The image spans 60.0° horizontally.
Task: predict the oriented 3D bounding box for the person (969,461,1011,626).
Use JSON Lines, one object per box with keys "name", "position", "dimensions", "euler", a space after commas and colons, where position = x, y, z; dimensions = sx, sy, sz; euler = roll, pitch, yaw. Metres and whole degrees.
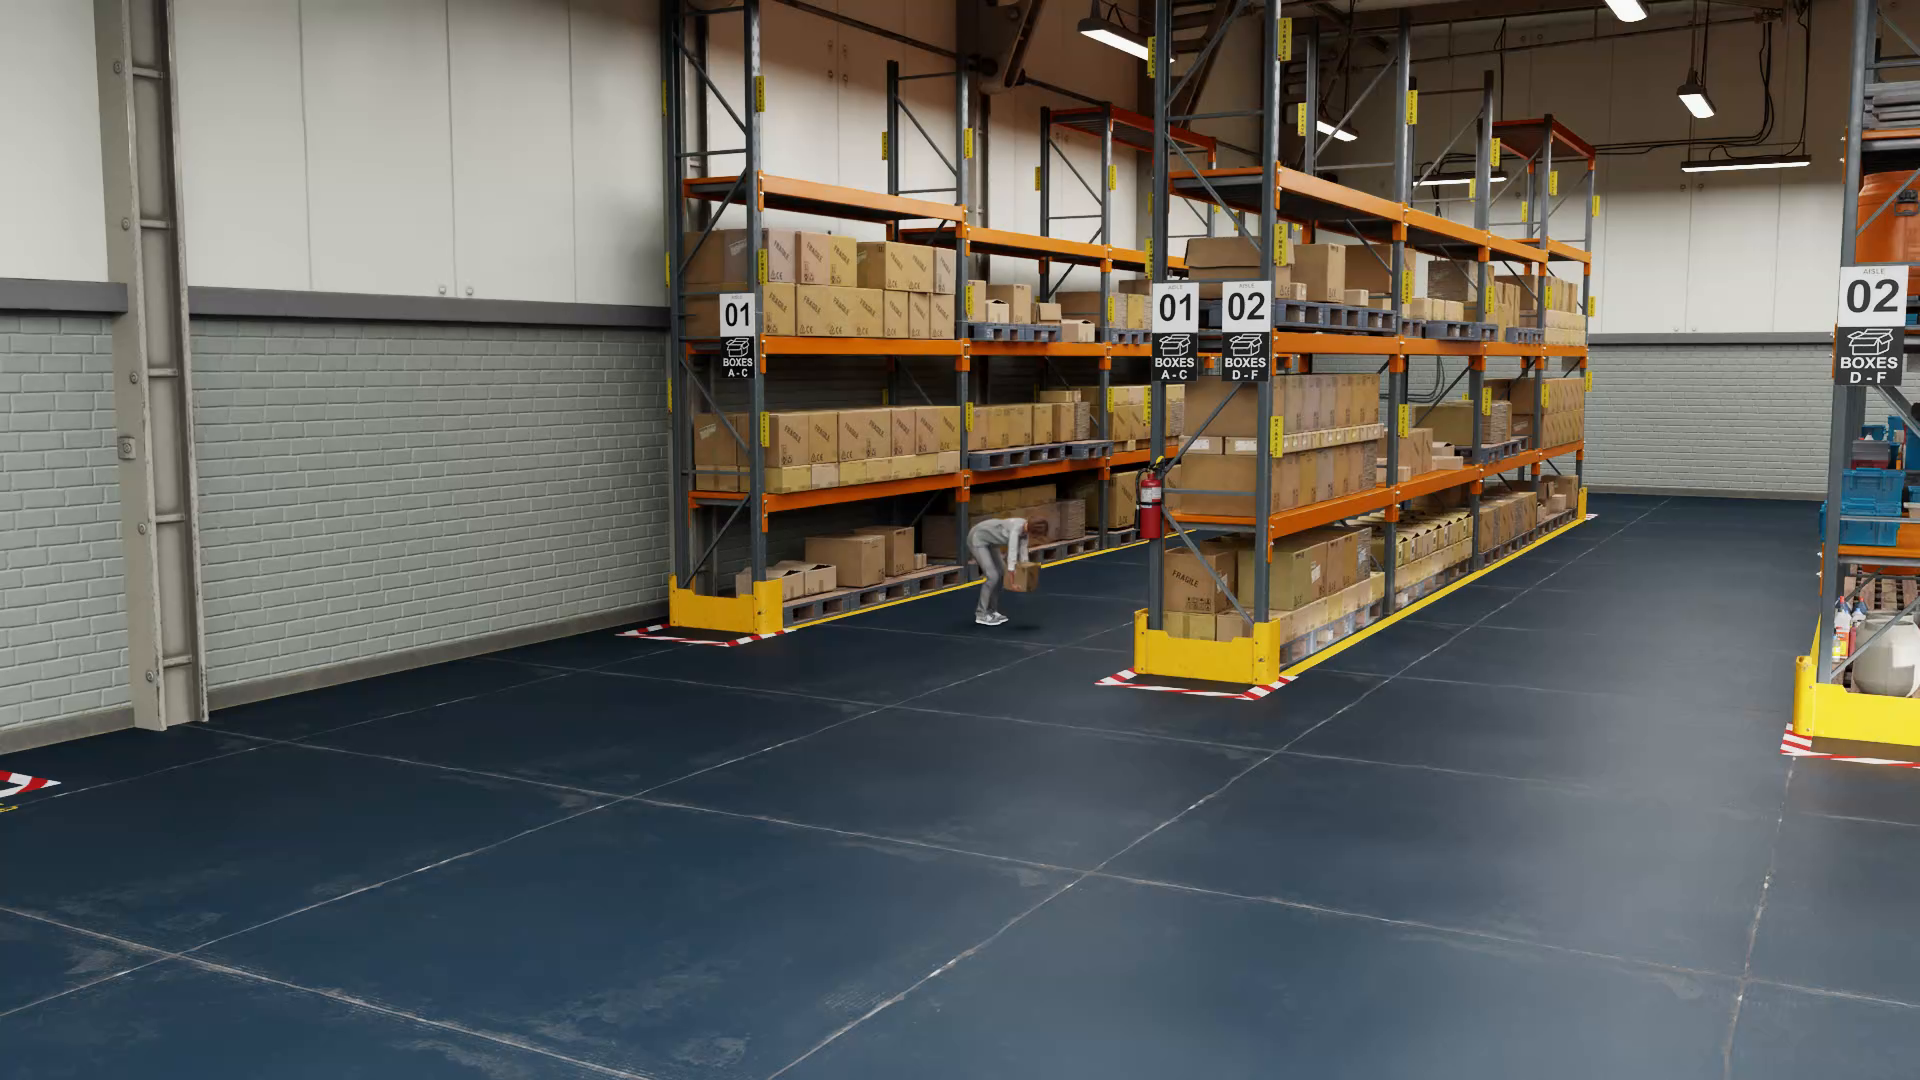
{"name": "person", "position": [0.343, 0.032, 16.286], "dimensions": [0.497, 1.598, 0.387], "euler": [3, 7, 28]}
